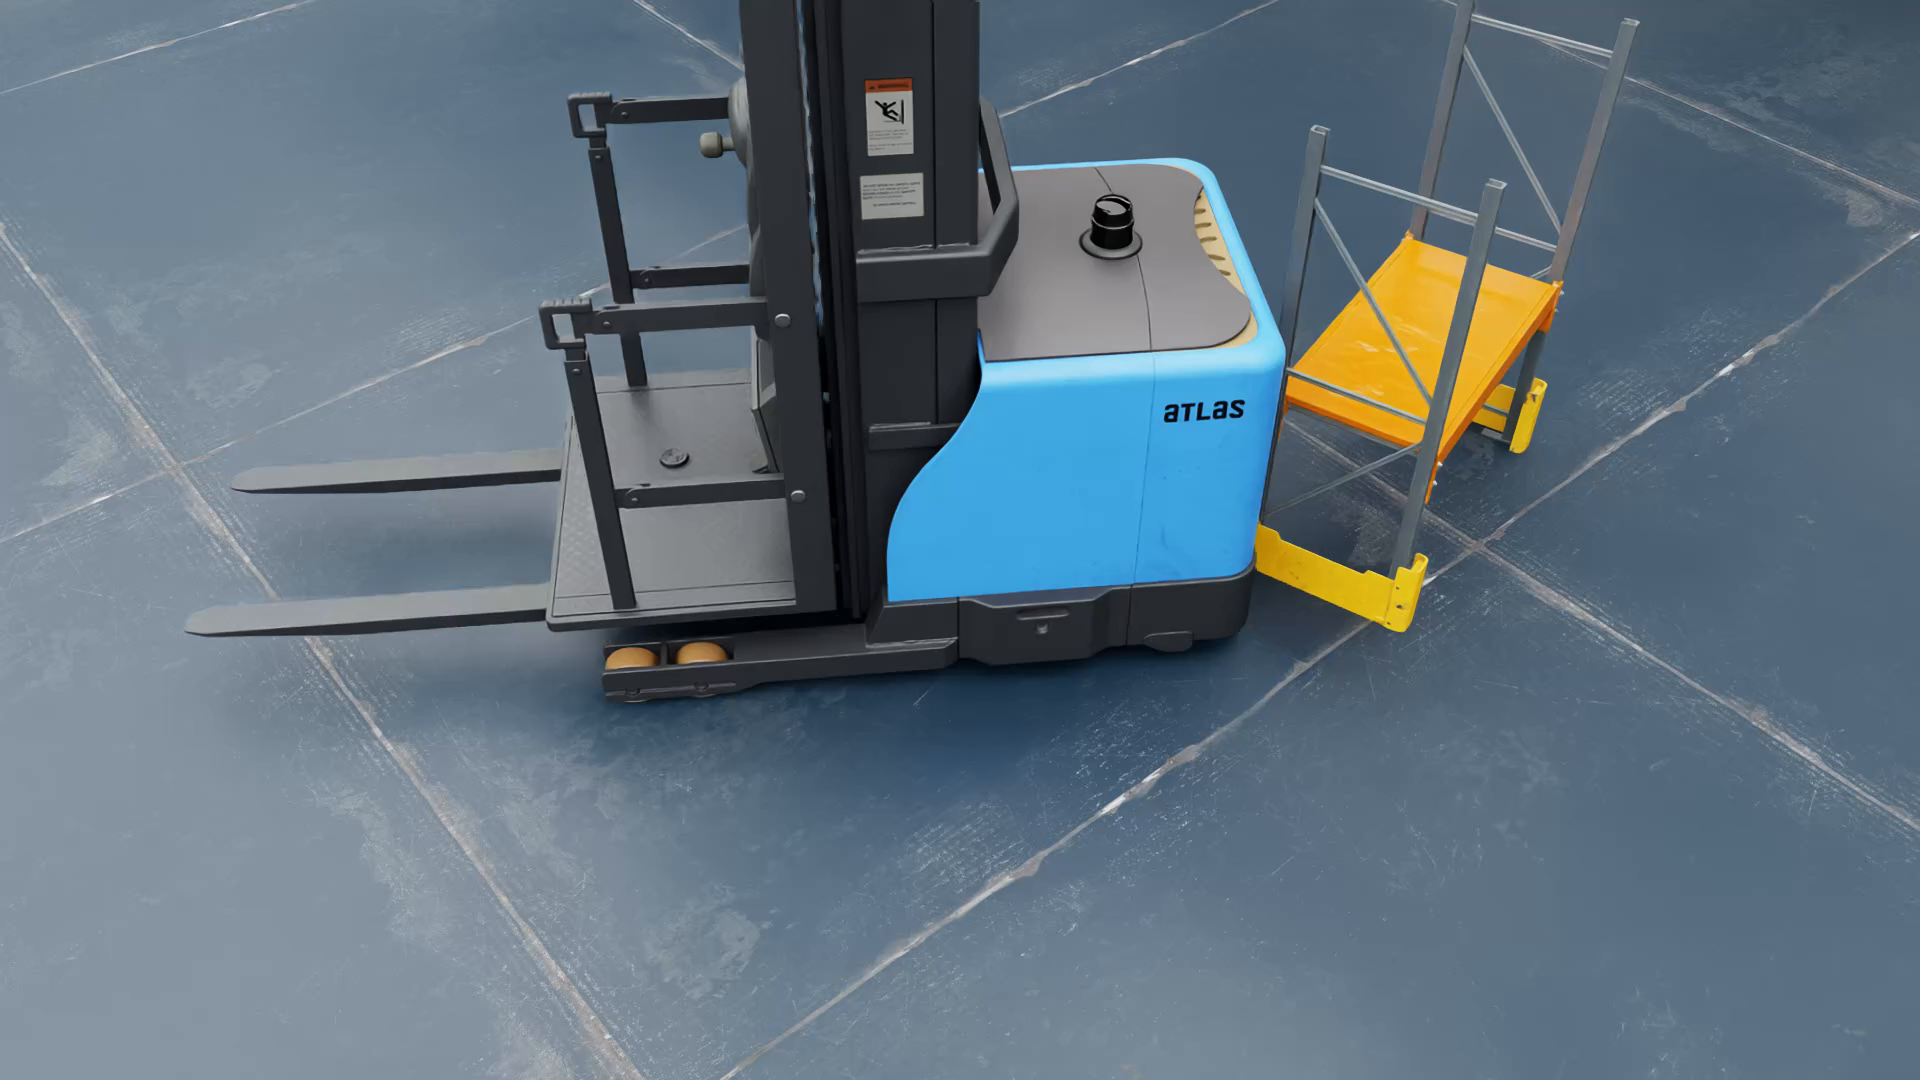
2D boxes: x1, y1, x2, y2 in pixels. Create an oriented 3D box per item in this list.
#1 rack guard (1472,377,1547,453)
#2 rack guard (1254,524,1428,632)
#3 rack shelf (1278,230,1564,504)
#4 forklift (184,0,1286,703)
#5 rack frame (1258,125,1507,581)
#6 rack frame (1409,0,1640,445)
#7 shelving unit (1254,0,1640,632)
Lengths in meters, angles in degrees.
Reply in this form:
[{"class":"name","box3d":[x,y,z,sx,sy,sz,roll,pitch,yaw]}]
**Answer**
[{"class":"rack guard","box3d":[1.657,-0.511,5.611,0.587,0.250,0.087,25,49,24]},{"class":"rack guard","box3d":[1.099,0.054,5.010,0.587,0.250,0.087,25,49,24]},{"class":"rack shelf","box3d":[1.373,-0.548,5.000,0.538,0.185,1.000,25,49,24]},{"class":"forklift","box3d":[-0.703,-0.985,4.158,3.031,2.935,1.130,-4,43,-4]},{"class":"rack frame","box3d":[1.089,-0.390,4.570,0.500,1.500,0.032,25,49,24]},{"class":"rack frame","box3d":[1.657,-0.967,5.184,0.500,1.500,0.032,25,49,24]},{"class":"shelving unit","box3d":[1.378,-0.684,4.883,0.587,1.500,1.083,25,49,24]}]
